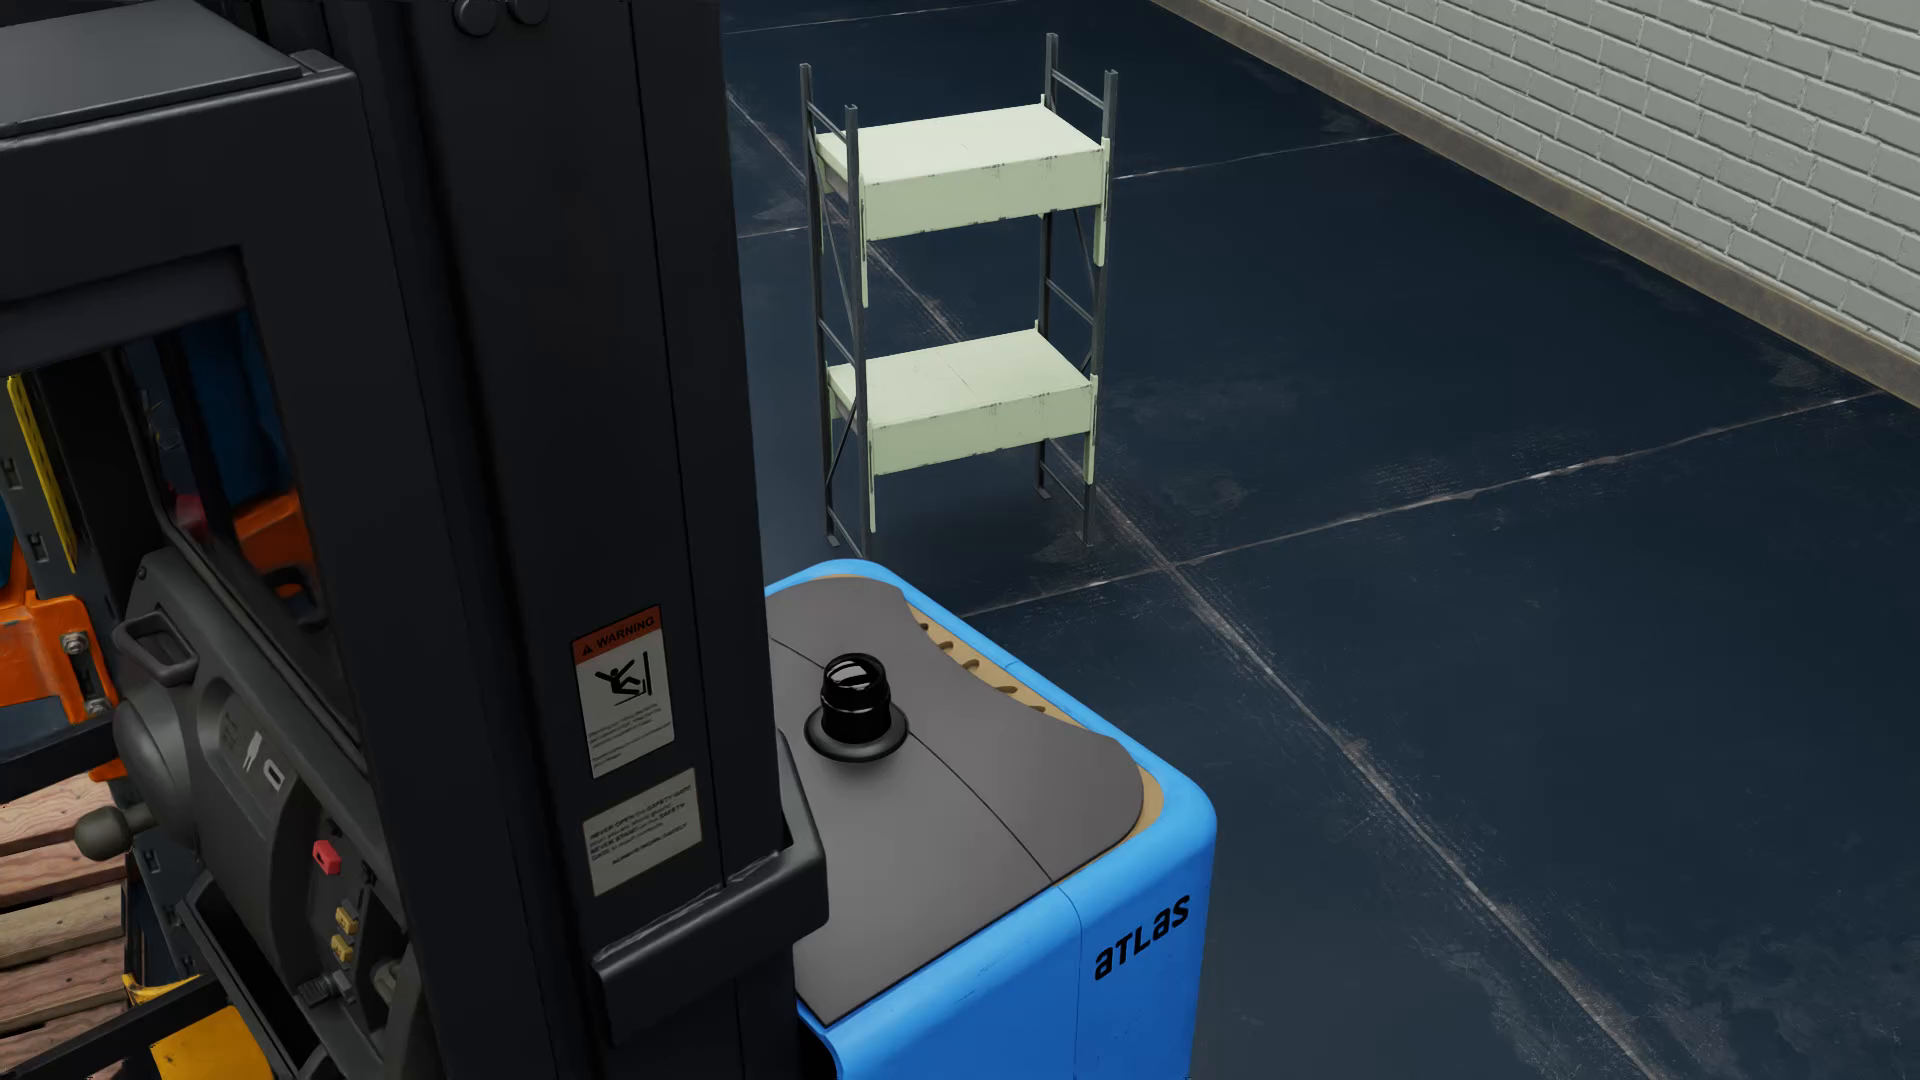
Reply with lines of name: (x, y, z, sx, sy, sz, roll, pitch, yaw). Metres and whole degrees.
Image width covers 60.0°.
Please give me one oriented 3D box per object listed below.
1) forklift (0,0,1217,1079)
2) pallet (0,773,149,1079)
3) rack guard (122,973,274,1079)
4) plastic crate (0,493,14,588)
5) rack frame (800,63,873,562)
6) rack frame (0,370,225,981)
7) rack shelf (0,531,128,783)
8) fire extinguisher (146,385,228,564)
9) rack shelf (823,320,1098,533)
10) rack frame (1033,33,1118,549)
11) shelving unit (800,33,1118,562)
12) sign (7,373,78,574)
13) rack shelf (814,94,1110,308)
forklift: (-1.023, 0.402, 1.944, 3.031, 2.935, 1.130, -25, 40, -33)
pallet: (-2.389, 1.010, 3.503, 1.213, 0.211, 1.003, -13, 35, -19)
rack guard: (-1.597, 0.723, 3.680, 0.348, 0.500, 1.175, -13, 35, -19)
plastic crate: (-1.850, -0.188, 2.702, 0.499, 0.435, 0.616, -13, 35, -19)
rack frame: (-0.344, -0.550, 4.720, 0.023, 1.500, 0.400, -13, 35, -19)
rack frame: (-1.614, -0.313, 2.981, 0.127, 3.000, 1.000, -13, 35, -19)
rack shelf: (-3.458, 0.411, 2.528, 4.000, 0.370, 1.077, -13, 35, -19)
fire extinguisher: (-1.299, 0.072, 2.801, 0.183, 0.674, 0.296, -13, 35, -19)
rack shelf: (-0.006, -0.354, 5.017, 0.720, 0.370, 0.431, -13, 35, -19)
rack frame: (0.331, -0.704, 4.958, 0.023, 1.500, 0.400, -13, 35, -19)
shelving unit: (-0.006, -0.627, 4.839, 0.755, 1.500, 0.431, -13, 35, -19)
sign: (-1.386, -0.108, 2.516, 0.005, 0.325, 0.100, -13, 35, -19)
rack shelf: (-0.006, -0.954, 4.626, 0.720, 0.370, 0.431, -13, 35, -19)
